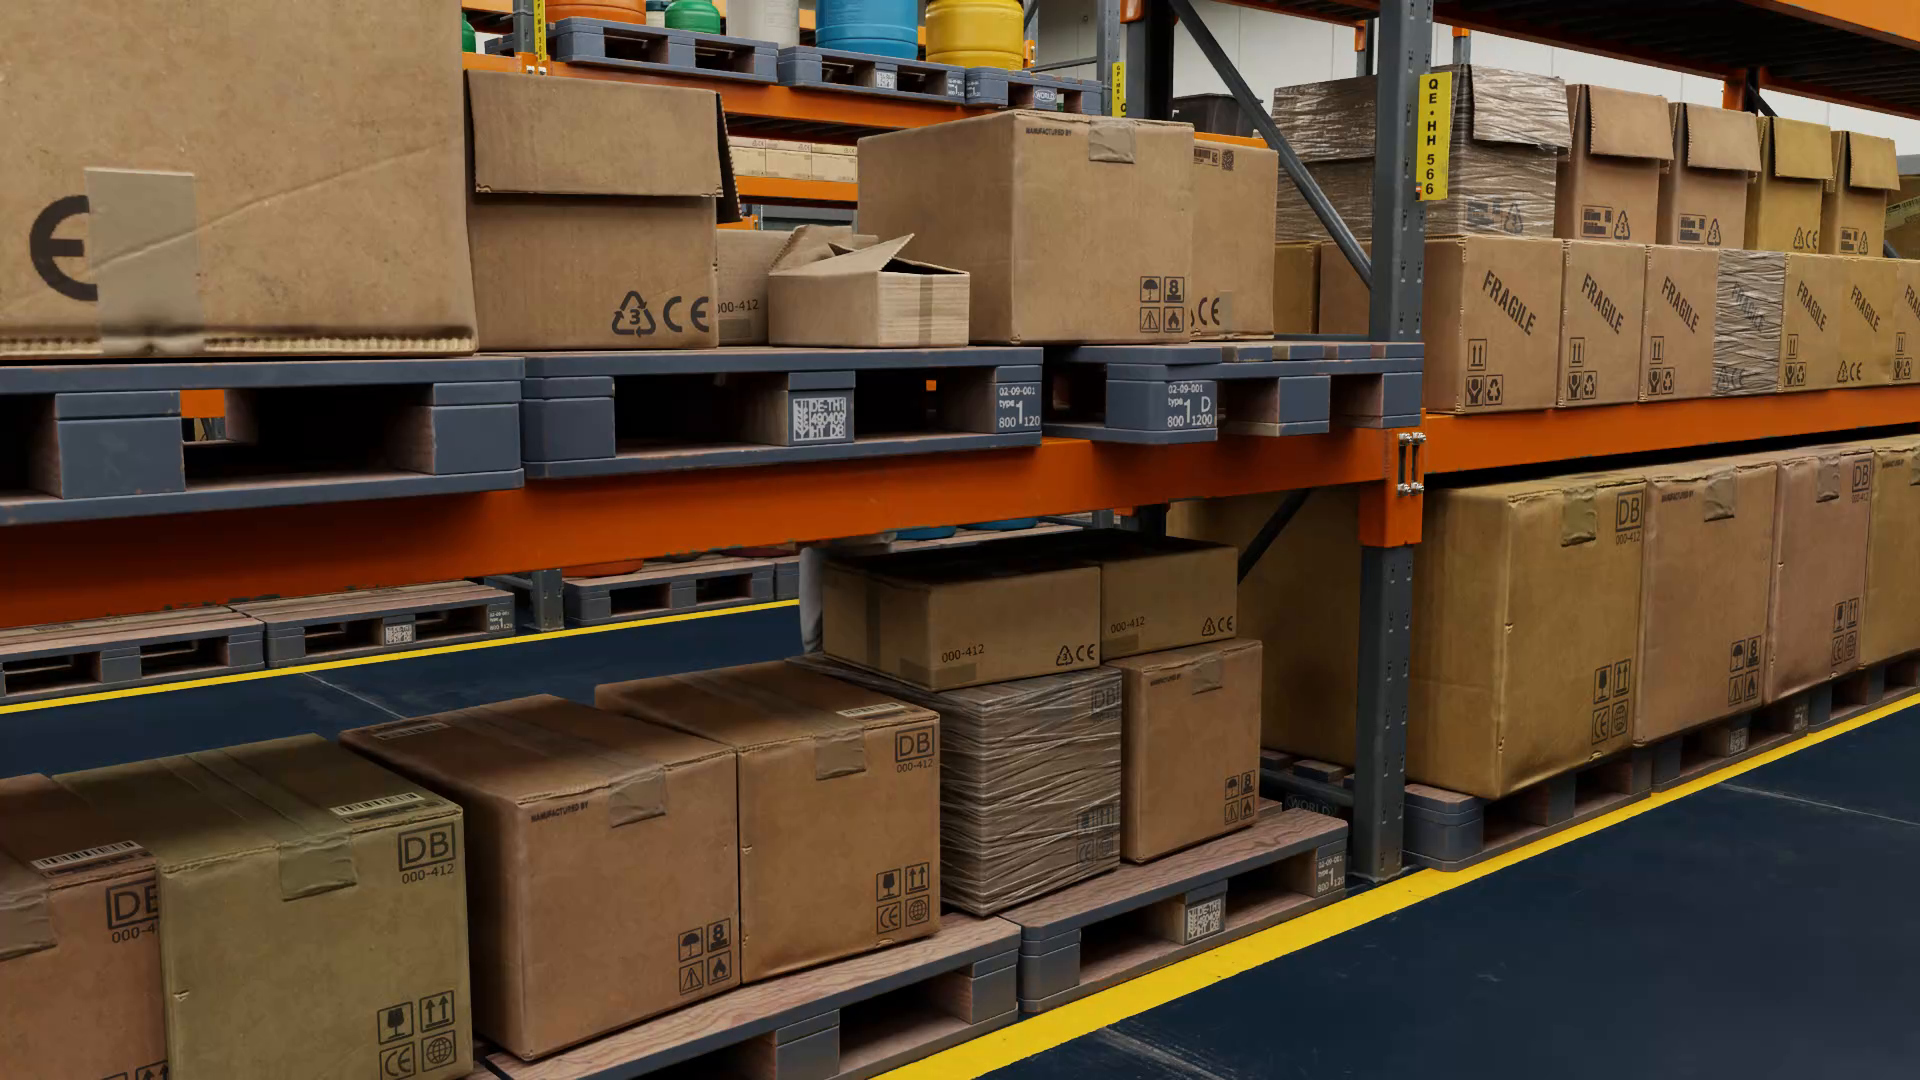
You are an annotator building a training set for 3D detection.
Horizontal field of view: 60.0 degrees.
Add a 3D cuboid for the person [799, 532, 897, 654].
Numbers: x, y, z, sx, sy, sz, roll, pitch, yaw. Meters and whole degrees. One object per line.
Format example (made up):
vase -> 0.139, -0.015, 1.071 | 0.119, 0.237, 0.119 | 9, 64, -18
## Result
person -> -0.442, 0.030, 5.629 | 0.405, 1.592, 0.488 | 6, 10, 38
